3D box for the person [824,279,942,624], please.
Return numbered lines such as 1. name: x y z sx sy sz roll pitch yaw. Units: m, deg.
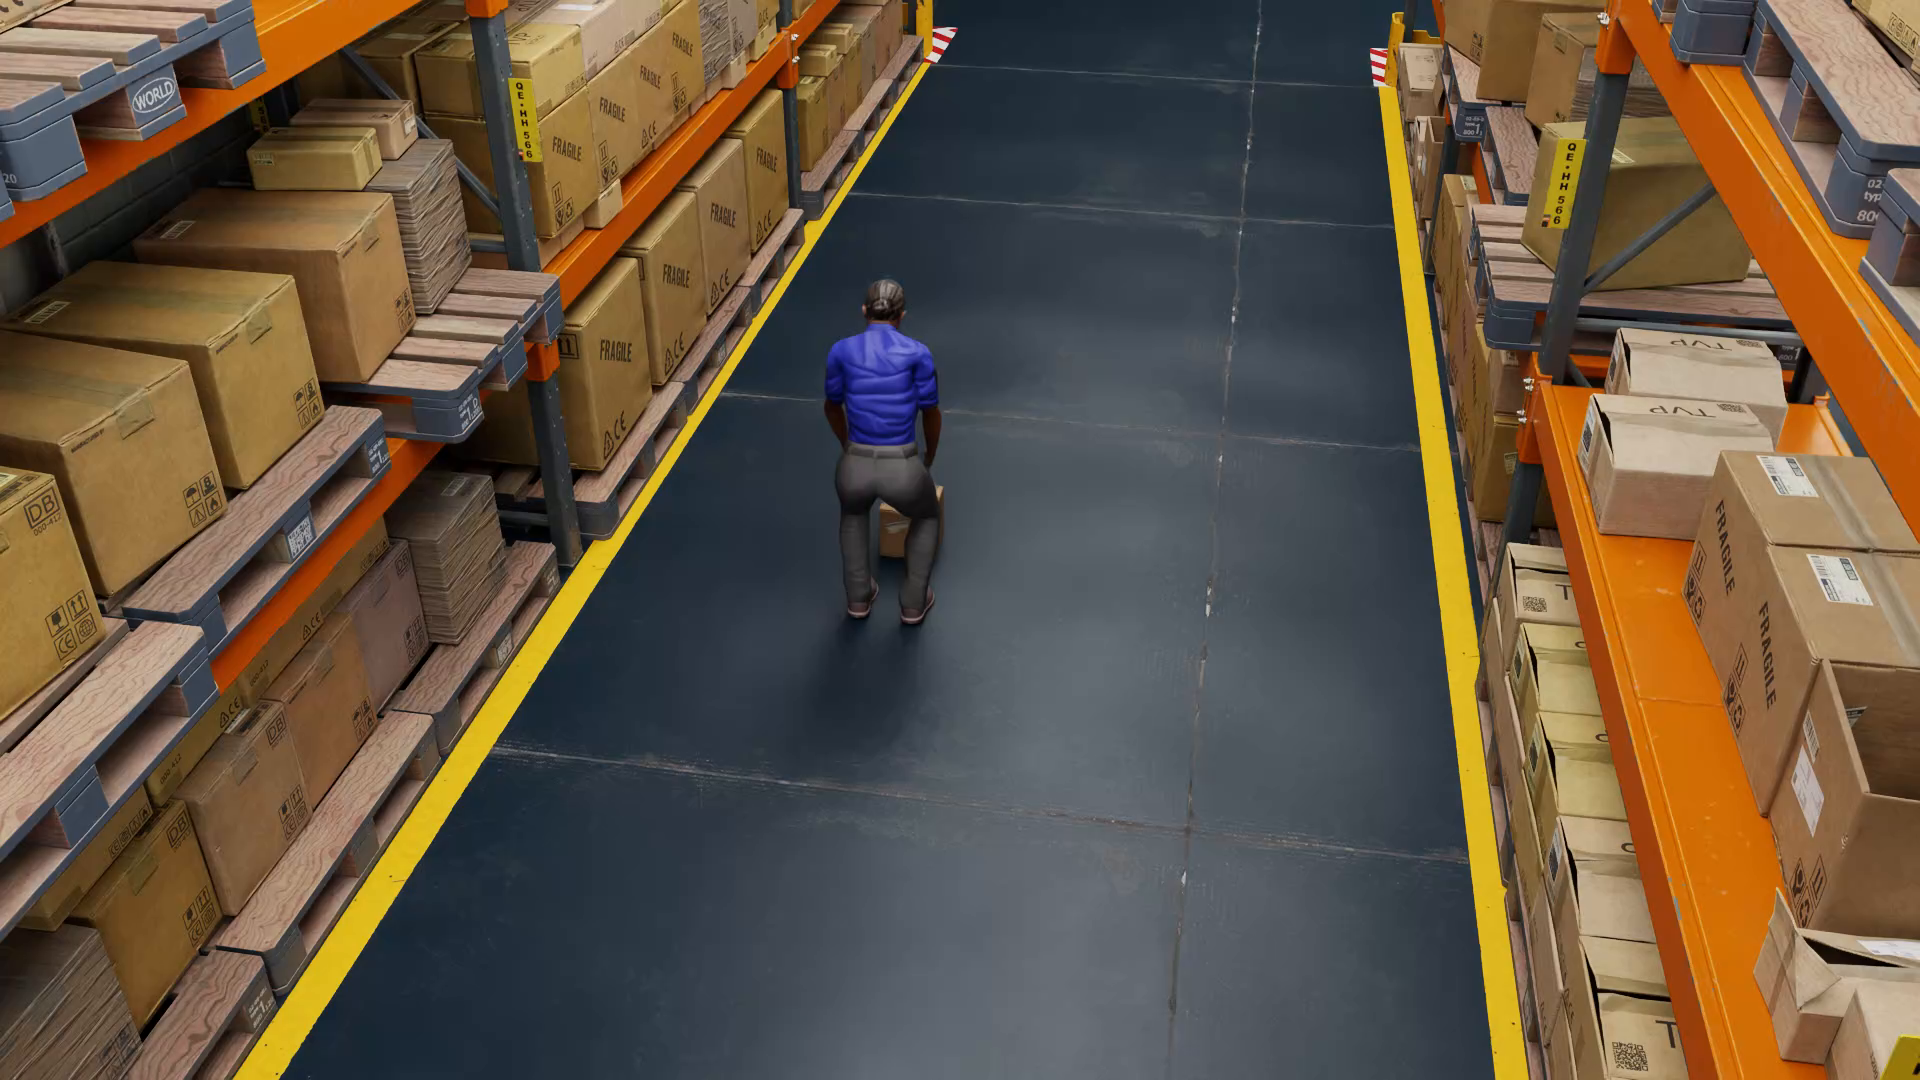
1. person: -0.333 -0.332 6.898 0.494 1.416 0.598 6 33 9
